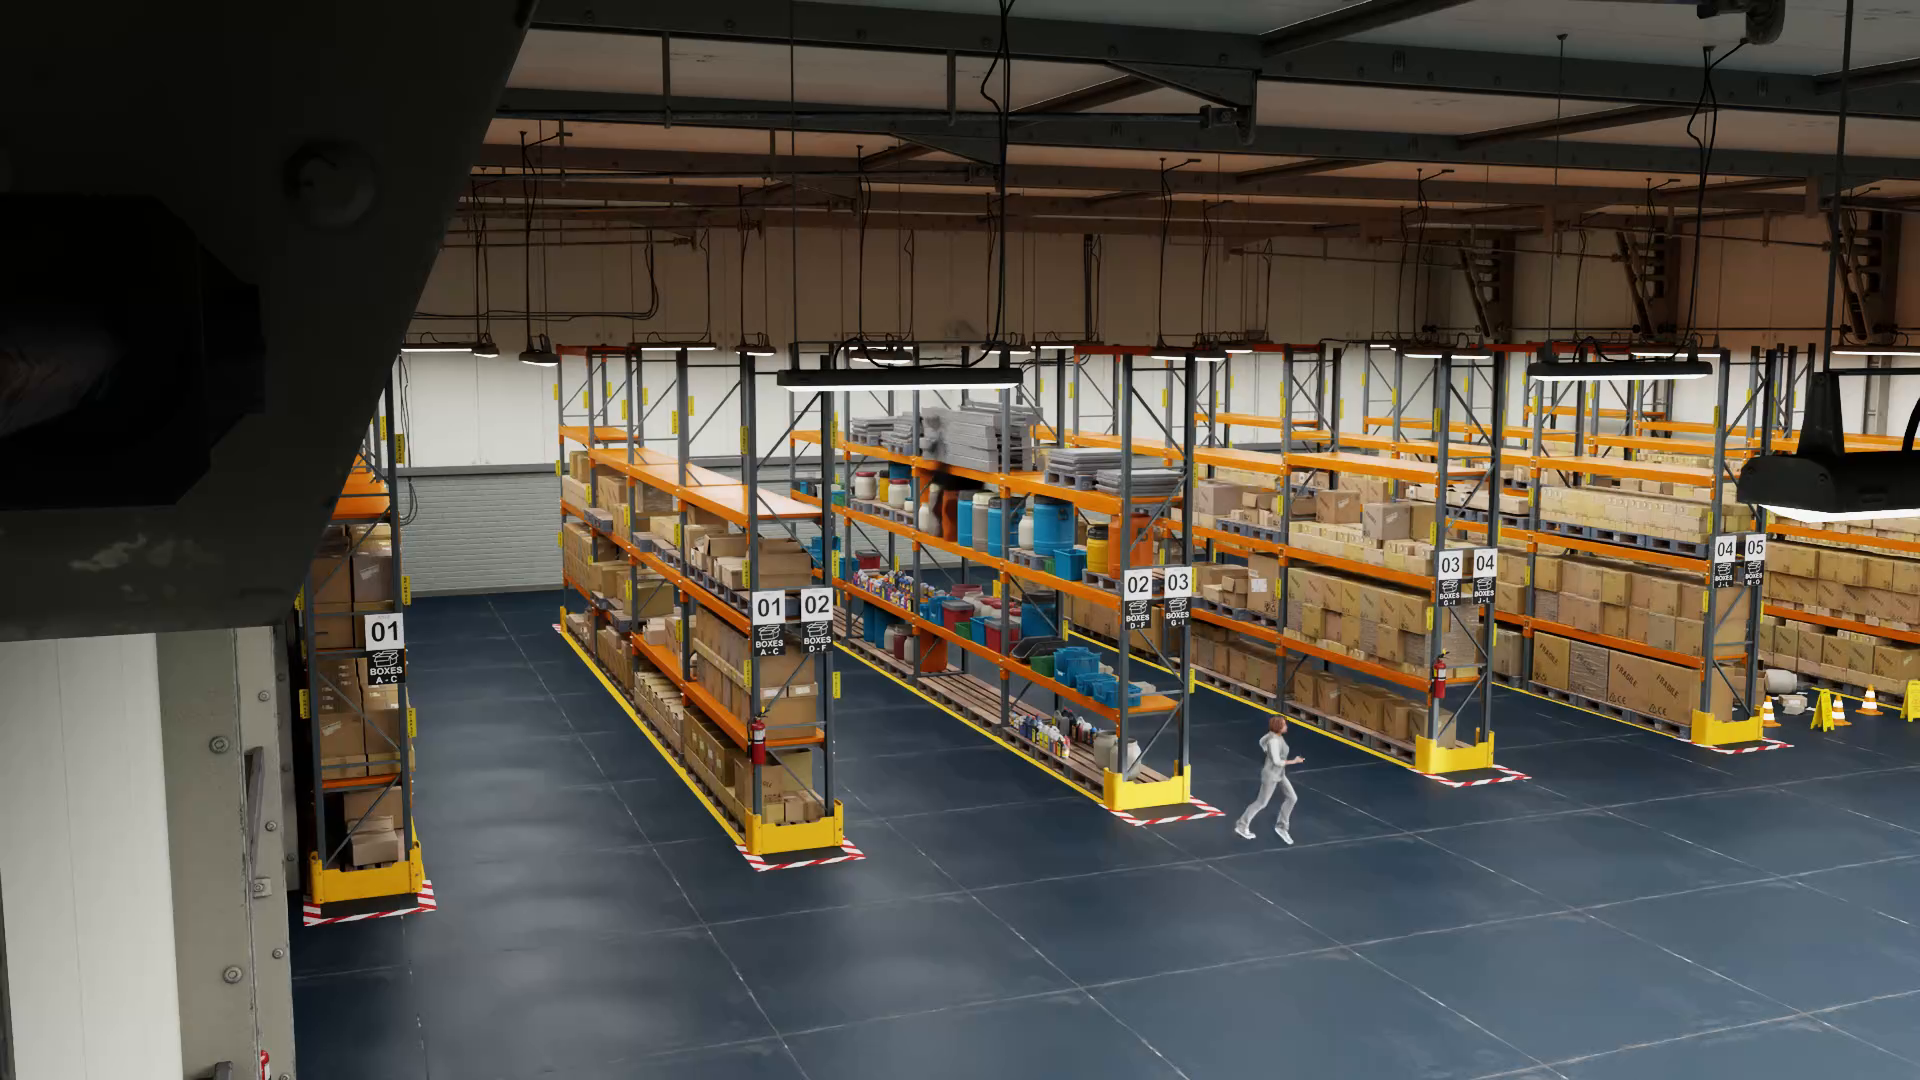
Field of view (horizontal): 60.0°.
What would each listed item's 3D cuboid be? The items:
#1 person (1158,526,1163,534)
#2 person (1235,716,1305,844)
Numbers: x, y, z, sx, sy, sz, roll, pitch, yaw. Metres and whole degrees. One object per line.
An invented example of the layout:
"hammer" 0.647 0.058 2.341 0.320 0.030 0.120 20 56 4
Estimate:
"person" 4.678 0.505 39.093 0.719 1.788 0.989 -1 7 -11
"person" 3.838 2.953 20.492 0.825 1.608 0.548 3 8 20
